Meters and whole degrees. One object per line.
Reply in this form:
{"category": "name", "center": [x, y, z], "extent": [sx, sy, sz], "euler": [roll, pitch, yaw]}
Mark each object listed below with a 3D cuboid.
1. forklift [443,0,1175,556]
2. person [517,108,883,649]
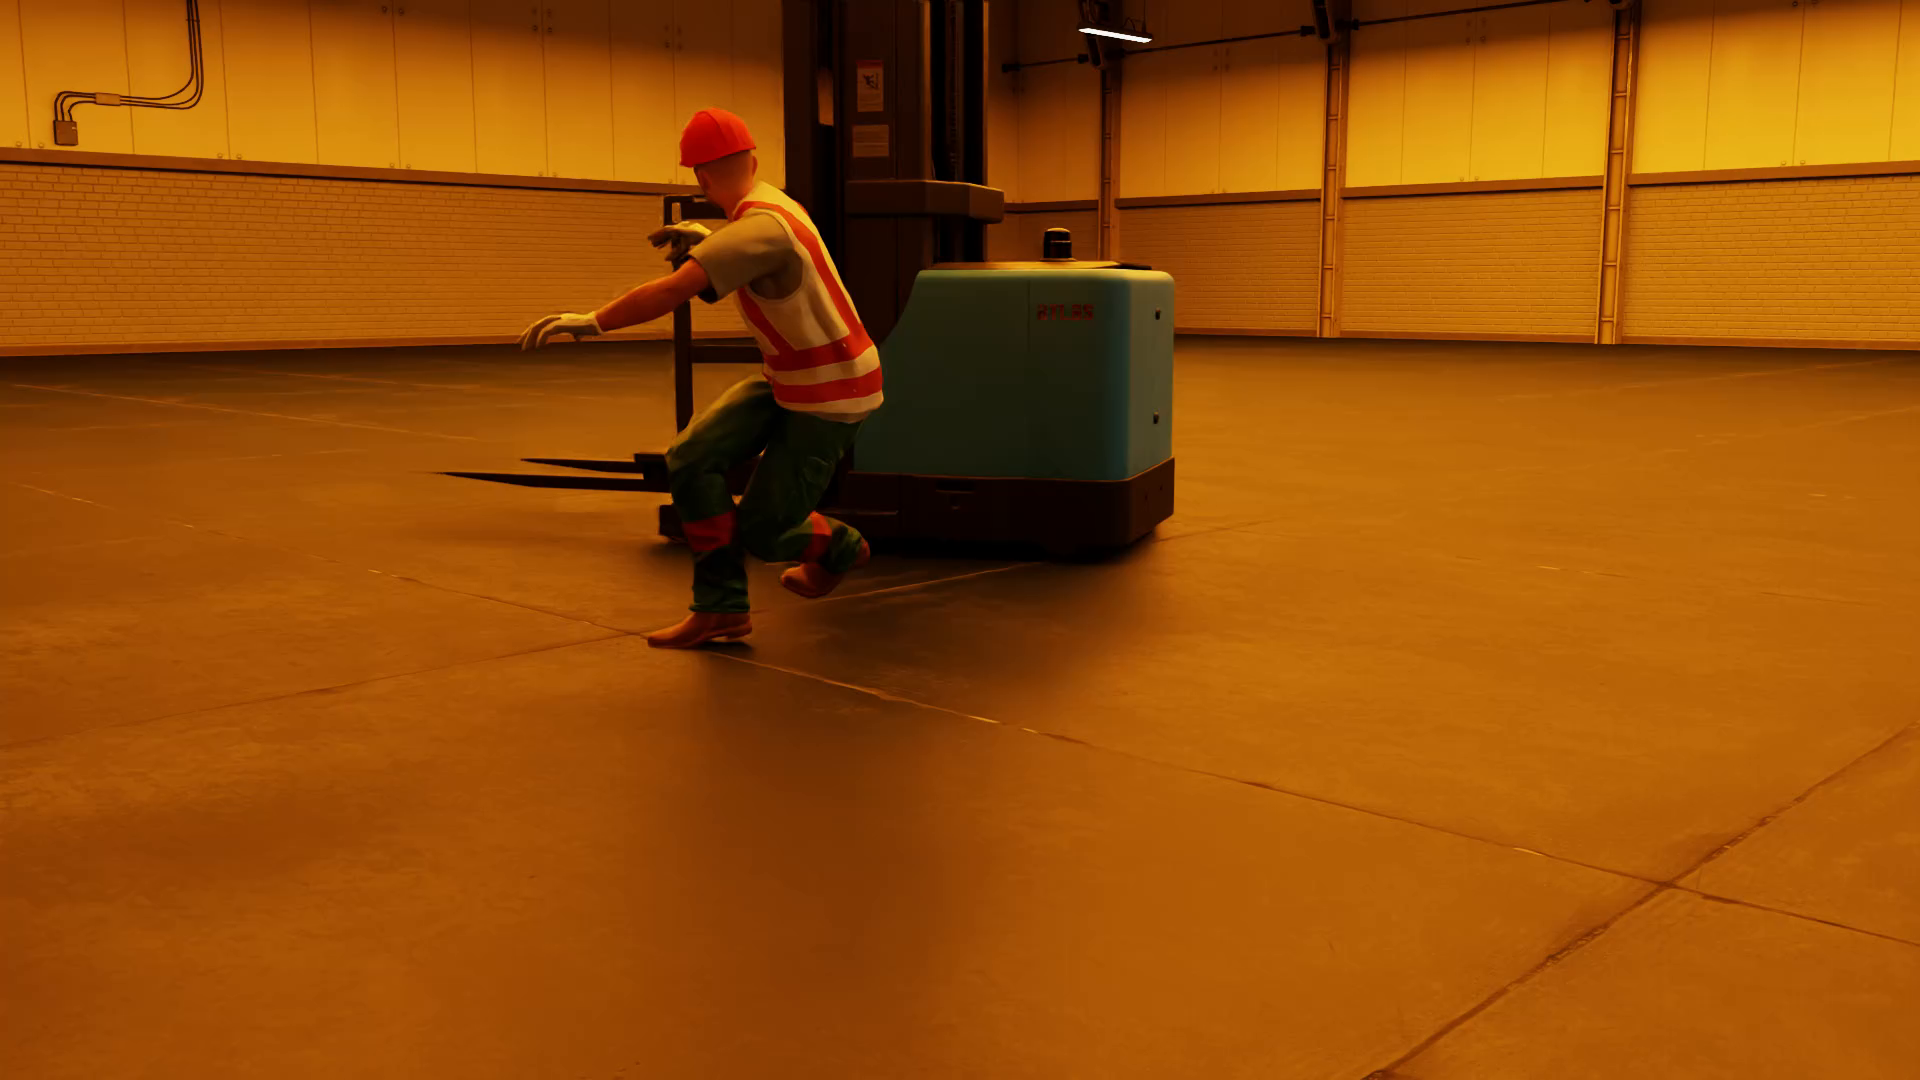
{"category": "forklift", "center": [-0.681, -1.495, 6.802], "extent": [3.031, 2.935, 1.130], "euler": [3, 9, 18]}
{"category": "person", "center": [-0.750, -0.450, 4.757], "extent": [1.130, 1.496, 0.845], "euler": [-5, 10, -29]}
